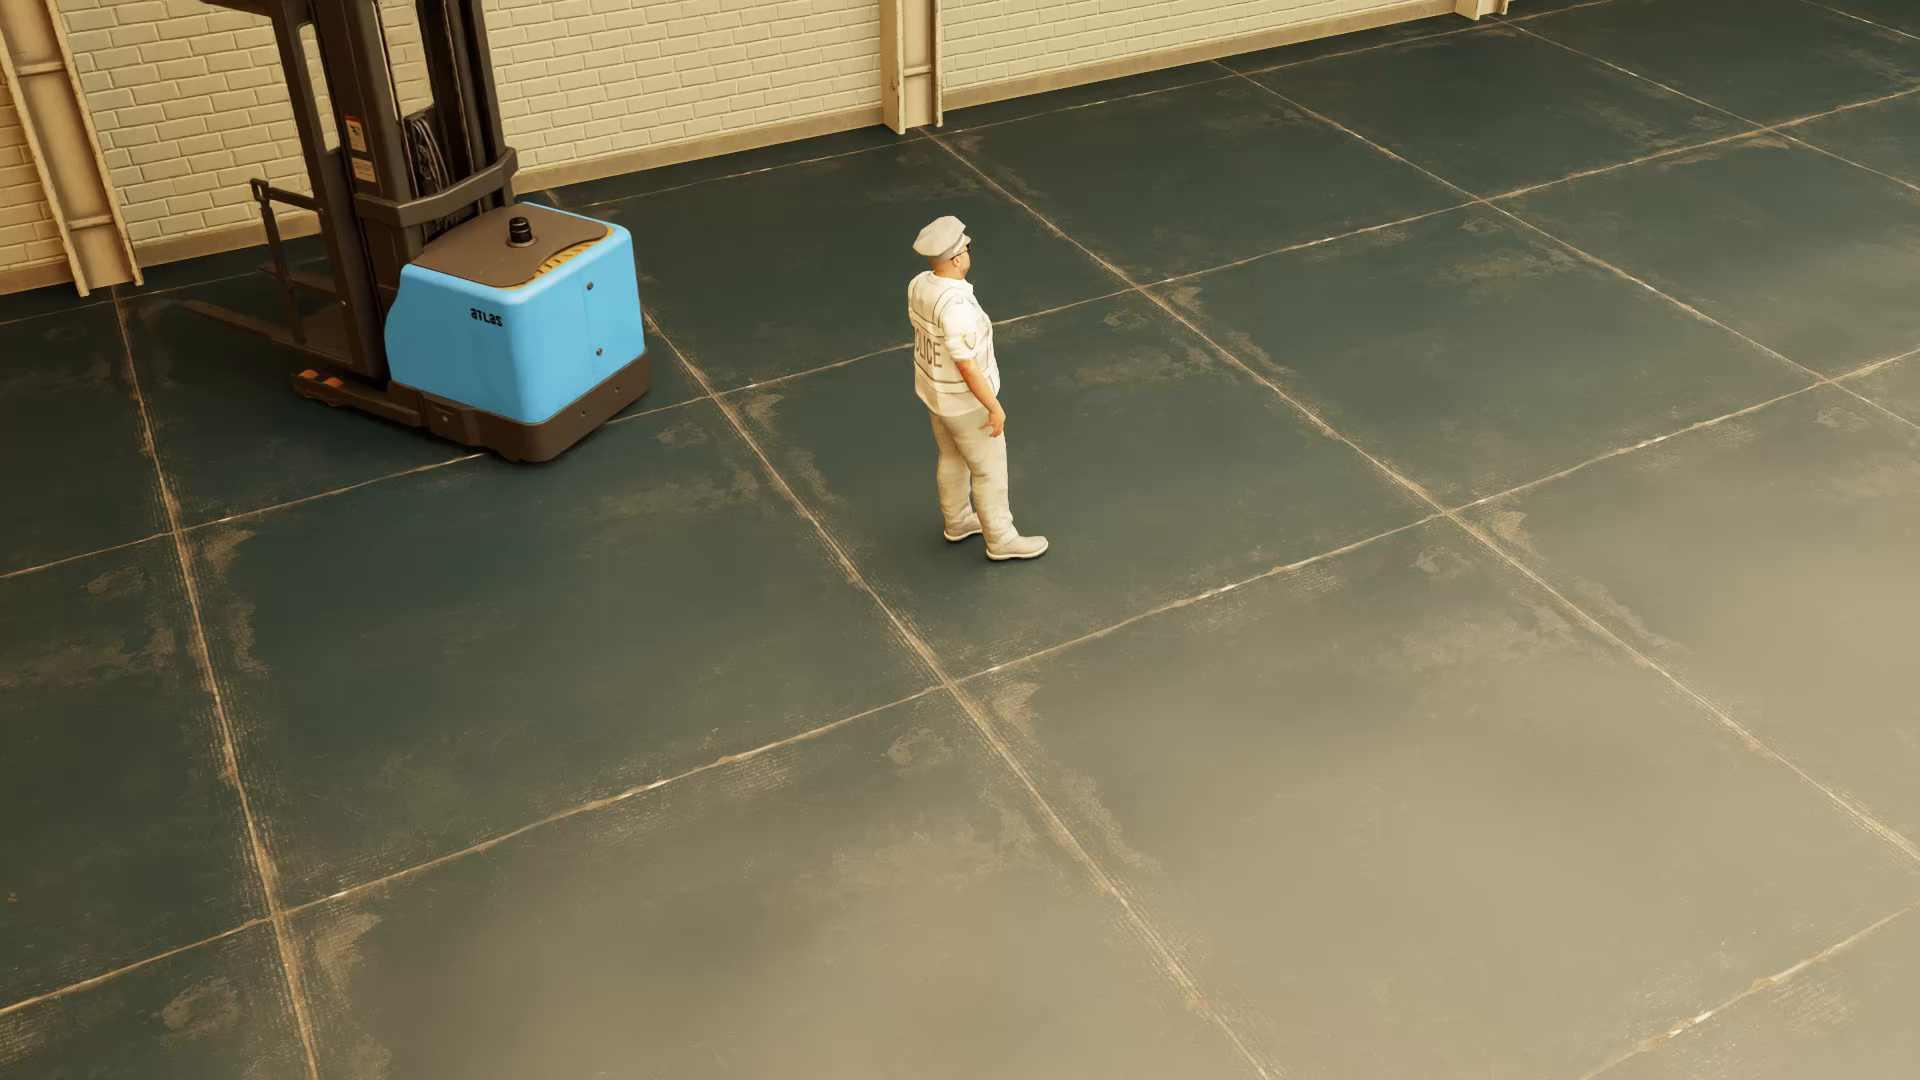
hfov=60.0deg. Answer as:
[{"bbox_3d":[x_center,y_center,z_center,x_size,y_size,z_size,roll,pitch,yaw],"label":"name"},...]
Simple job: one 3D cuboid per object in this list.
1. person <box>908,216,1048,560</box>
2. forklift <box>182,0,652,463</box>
[{"bbox_3d":[0.074,-0.750,8.165,0.574,1.781,0.641,-17,39,-23],"label":"person"},{"bbox_3d":[-3.362,-2.229,9.277,3.031,2.935,1.130,18,39,23],"label":"forklift"}]
